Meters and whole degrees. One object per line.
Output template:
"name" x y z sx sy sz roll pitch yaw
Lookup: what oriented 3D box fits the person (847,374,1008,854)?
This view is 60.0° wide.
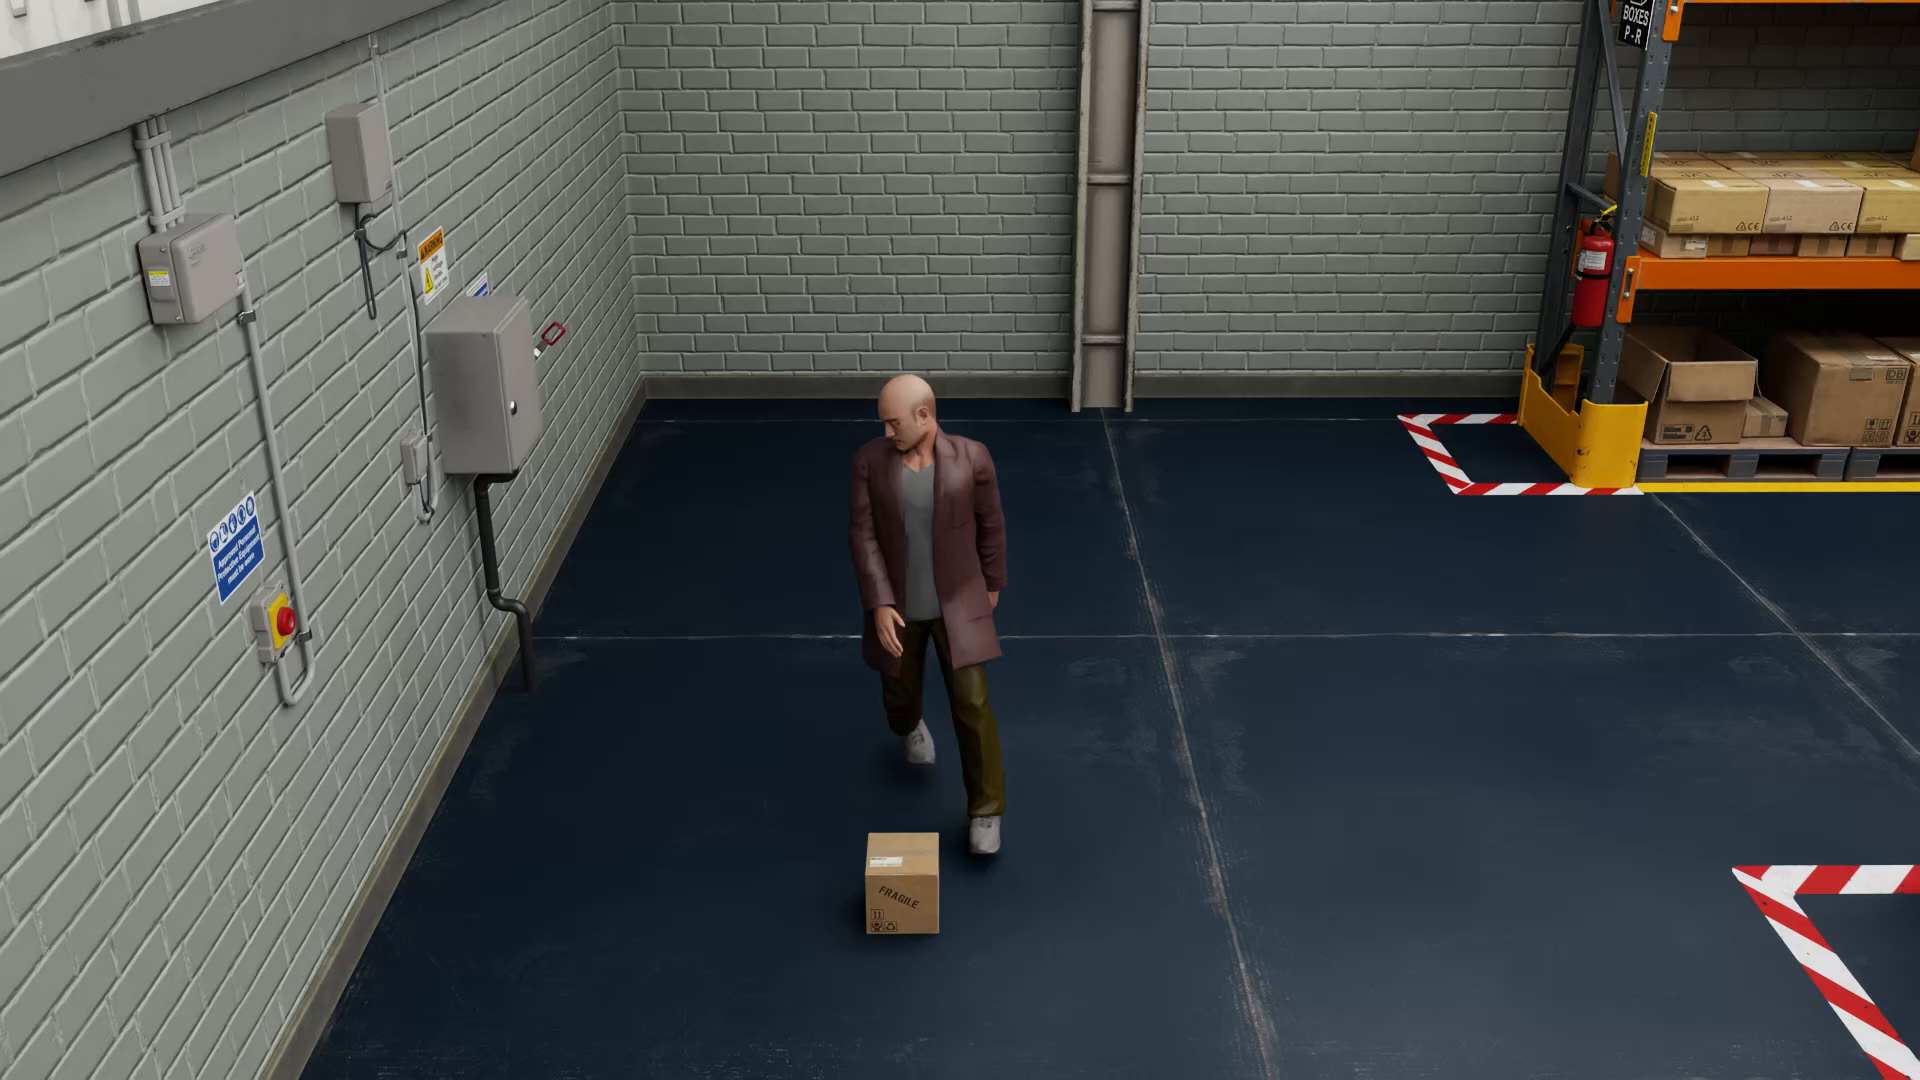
"person" -0.110 0.215 6.129 0.596 1.725 0.893 2 24 4
